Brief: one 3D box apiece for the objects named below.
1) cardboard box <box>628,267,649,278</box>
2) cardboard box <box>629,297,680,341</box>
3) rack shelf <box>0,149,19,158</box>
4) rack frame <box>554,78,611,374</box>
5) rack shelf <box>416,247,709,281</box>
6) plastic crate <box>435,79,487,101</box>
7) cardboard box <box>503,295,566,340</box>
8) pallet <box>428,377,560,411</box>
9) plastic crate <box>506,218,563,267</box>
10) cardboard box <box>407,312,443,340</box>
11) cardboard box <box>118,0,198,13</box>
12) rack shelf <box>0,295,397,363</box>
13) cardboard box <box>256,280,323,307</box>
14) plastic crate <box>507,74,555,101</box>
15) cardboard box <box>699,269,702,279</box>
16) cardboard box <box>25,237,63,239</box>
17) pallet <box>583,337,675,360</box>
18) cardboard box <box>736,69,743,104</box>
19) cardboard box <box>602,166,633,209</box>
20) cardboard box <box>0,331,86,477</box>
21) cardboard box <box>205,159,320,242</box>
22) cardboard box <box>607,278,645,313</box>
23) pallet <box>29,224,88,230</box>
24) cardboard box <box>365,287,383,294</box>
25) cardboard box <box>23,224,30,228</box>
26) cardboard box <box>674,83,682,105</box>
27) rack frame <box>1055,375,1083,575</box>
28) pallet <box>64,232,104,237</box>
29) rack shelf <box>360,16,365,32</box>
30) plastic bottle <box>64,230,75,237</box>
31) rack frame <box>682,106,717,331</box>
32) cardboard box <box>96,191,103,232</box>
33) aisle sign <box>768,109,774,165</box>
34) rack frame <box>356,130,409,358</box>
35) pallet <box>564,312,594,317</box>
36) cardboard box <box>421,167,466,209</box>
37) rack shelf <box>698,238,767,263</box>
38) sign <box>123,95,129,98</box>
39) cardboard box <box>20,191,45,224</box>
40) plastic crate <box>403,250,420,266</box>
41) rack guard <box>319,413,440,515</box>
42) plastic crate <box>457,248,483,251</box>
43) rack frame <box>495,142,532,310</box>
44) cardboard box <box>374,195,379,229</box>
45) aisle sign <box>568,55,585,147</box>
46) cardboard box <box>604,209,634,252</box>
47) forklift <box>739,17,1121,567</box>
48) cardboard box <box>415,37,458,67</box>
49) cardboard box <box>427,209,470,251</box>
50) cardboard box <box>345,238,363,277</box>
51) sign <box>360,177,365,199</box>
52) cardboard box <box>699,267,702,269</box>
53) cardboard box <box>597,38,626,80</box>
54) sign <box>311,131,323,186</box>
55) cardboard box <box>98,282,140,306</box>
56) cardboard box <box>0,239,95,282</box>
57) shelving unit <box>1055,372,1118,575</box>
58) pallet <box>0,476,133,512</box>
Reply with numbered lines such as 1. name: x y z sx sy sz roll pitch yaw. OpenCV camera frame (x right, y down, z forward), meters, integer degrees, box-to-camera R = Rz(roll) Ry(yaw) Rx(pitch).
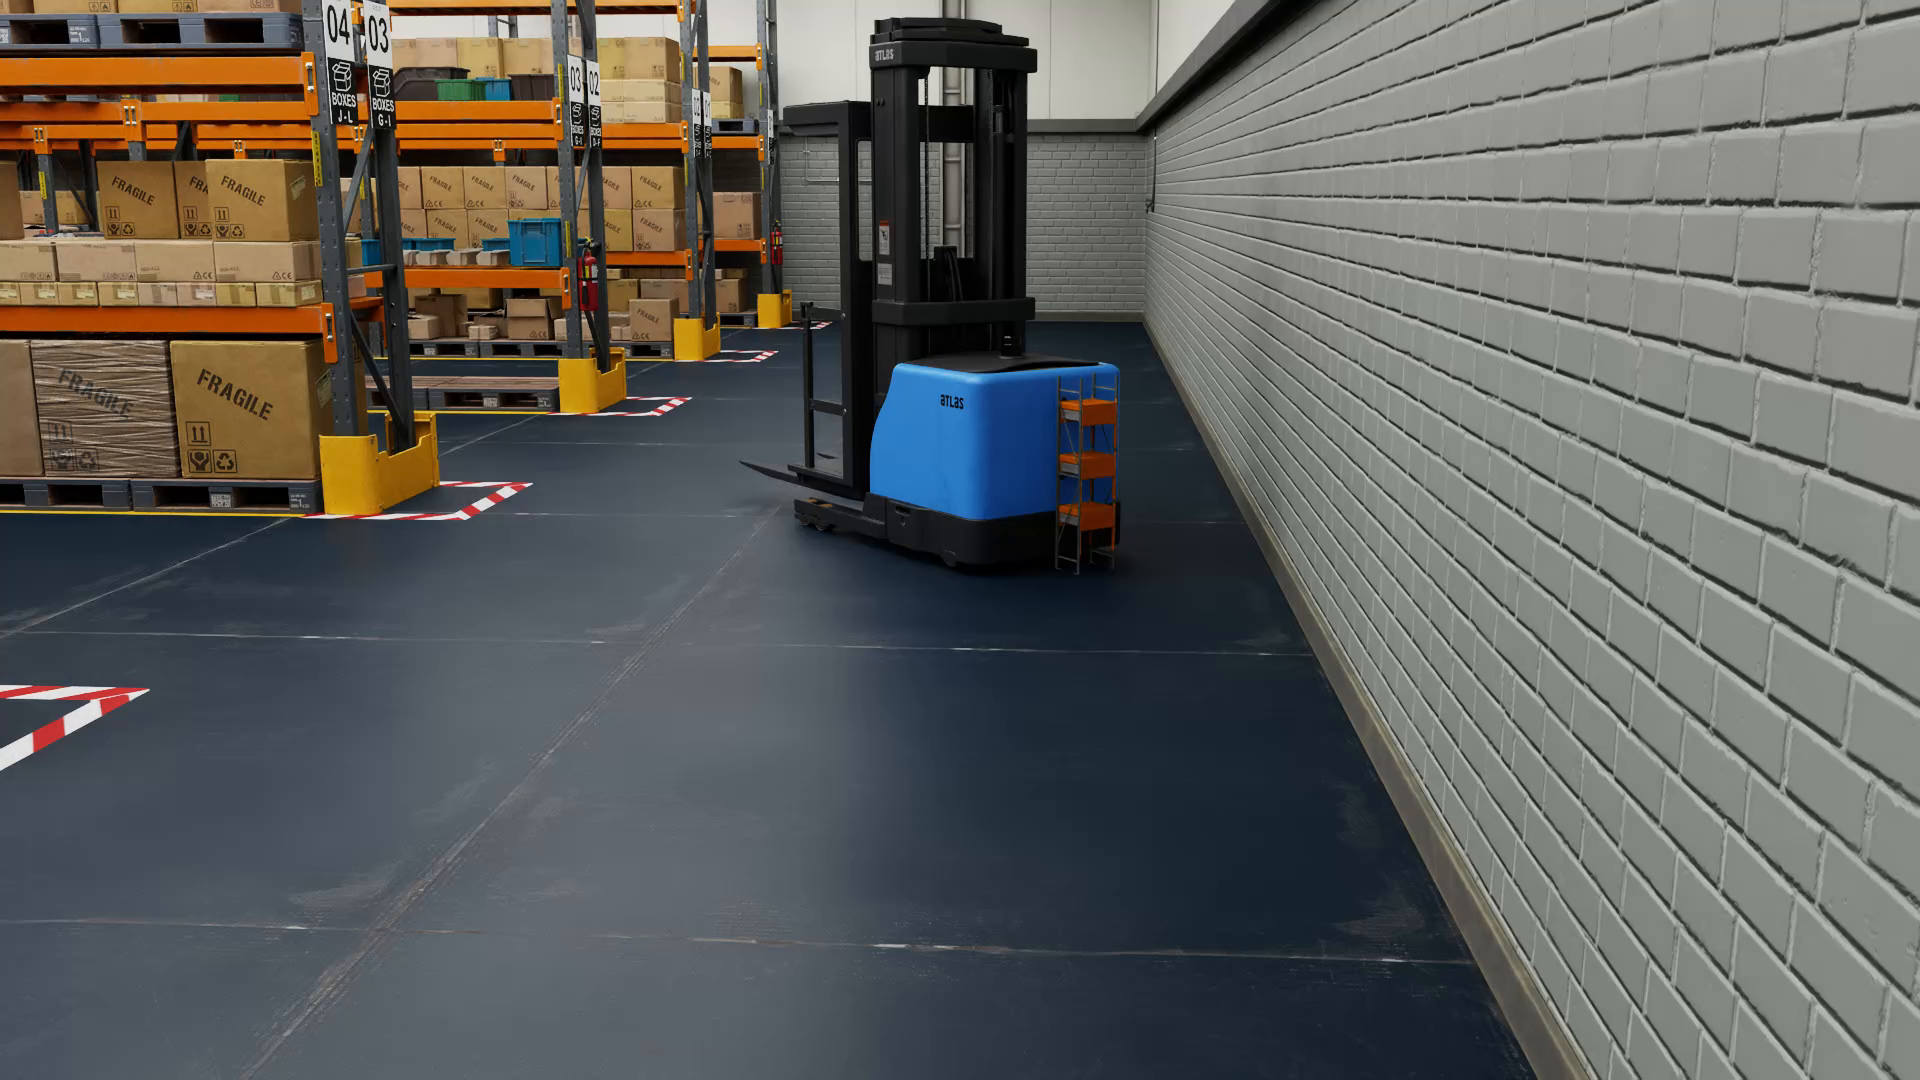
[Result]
1. cardboard box: -4.949 -4.129 25.674 0.250 0.149 0.380 1 12 3
2. cardboard box: -3.751 -2.717 20.462 0.500 0.500 0.500 1 12 4
3. rack shelf: -16.833 -6.088 25.977 4.000 0.370 1.077 1 12 4
4. rack frame: -3.526 -2.756 15.619 0.127 3.000 1.000 1 12 4
5. rack shelf: -5.187 -3.443 20.661 4.000 0.370 1.077 1 12 4
6. plastic crate: -4.529 -4.076 15.119 0.336 0.188 0.450 1 12 4
7. cardboard box: -5.308 -2.792 20.811 0.637 0.503 0.797 1 12 4
8. pallet: -4.347 -1.411 15.996 1.213 0.211 1.003 1 12 4
9. plastic crate: -3.873 -2.769 15.449 0.499 0.435 0.616 1 12 4
10. cardboard box: -6.778 -2.672 20.709 0.500 0.311 0.500 1 12 4
11. cardboard box: -4.933 -3.545 10.547 0.500 0.500 0.700 0 12 2
12. rack shelf: -5.853 -1.420 10.986 4.000 0.370 1.077 1 12 4
13. cardboard box: -4.235 -1.559 10.509 0.250 0.149 0.380 1 12 5
14. plastic crate: -3.892 -4.223 15.622 0.590 0.269 0.497 1 12 4
15. cardboard box: -3.965 -4.037 25.235 0.250 0.149 0.380 1 12 5
16. cardboard box: -6.364 -1.905 11.191 0.500 0.250 0.500 1 12 5
17. pallet: -4.063 -2.415 20.798 1.213 0.211 1.003 1 12 4
18. cardboard box: -3.577 -6.856 25.156 0.500 0.500 0.500 0 12 2
19. cardboard box: -4.158 -4.263 20.136 0.500 0.500 0.500 1 12 5
20. cardboard box: -6.297 -0.927 11.038 0.875 0.875 0.875 1 12 4
21. cardboard box: -4.361 -2.137 10.465 0.500 0.500 0.500 1 12 4
22. cardboard box: -5.103 -3.771 25.548 0.500 0.500 0.700 1 12 5
23. pallet: -14.085 -4.810 25.907 1.213 0.211 1.003 1 12 4
24. cardboard box: -9.248 -3.993 25.755 0.750 0.750 0.750 1 12 3
25. cardboard box: -12.053 -3.886 21.236 0.500 0.311 0.500 1 12 3
26. cardboard box: -3.687 -5.468 20.401 0.500 0.250 0.500 1 12 4
27. rack frame: 0.578 -0.342 8.840 0.008 1.050 0.200 -8 14 -35
28. pallet: -10.493 -3.789 21.023 1.003 0.211 1.213 1 12 4
29. rack shelf: -9.178 -6.239 20.349 4.000 0.370 1.077 1 12 4
30. plastic bottle: -8.447 -2.762 15.767 0.185 0.351 0.144 1 12 4
31. rack frame: -3.192 -3.768 20.456 0.127 3.000 1.000 1 12 4
32. cardboard box: -10.538 -4.147 20.995 0.500 0.500 0.700 -3 12 -15
33. aisle sign: -2.813 -5.990 24.730 0.004 0.787 0.394 1 12 4
34. rack frame: -7.183 -3.823 20.718 0.127 3.000 1.000 1 12 4
35. pallet: -6.102 -3.444 25.715 1.213 0.211 1.003 1 12 4
36. cardboard box: -6.216 -4.290 20.266 0.500 0.500 0.500 0 12 2
37. rack shelf: -4.860 -4.456 25.499 4.000 0.370 1.077 1 12 4
38. sign: -7.556 -4.171 15.035 0.005 0.325 0.100 1 12 4
39. cardboard box: -14.332 -5.195 25.957 0.500 0.500 0.700 1 12 4
40. plastic crate: -5.216 -2.637 15.545 0.250 0.136 0.298 1 12 4
41. rack guard: -3.833 -0.521 11.036 0.348 0.500 1.175 1 12 4
42. plastic crate: -4.742 -2.758 16.124 0.298 0.136 0.250 1 12 4
43. rack frame: -6.855 -4.835 25.556 0.127 3.000 1.000 1 12 4
44. cardboard box: -8.842 -5.014 25.390 0.500 0.500 0.500 1 12 5
45. aisle sign: -3.474 -3.968 15.062 0.004 0.787 0.394 1 12 4
46. cardboard box: -4.175 -3.774 20.240 0.500 0.500 0.500 1 12 4
47. forklift: -0.357 -1.539 9.968 1.130 2.935 3.031 -8 14 -34
48. cardboard box: -6.206 -5.795 20.132 0.500 0.500 0.700 1 12 4
49. cardboard box: -6.181 -3.803 20.378 0.500 0.500 0.500 1 12 5
50. cardboard box: -4.318 -1.878 11.062 0.500 0.250 0.500 0 12 2
51. sign: -7.216 -4.276 20.057 0.005 0.325 0.100 1 12 4
52. cardboard box: -3.937 -4.115 25.608 0.250 0.149 0.380 1 12 4
53. cardboard box: -4.198 -5.803 20.169 0.500 0.500 0.700 1 12 4
54. sign: -3.907 -2.317 10.110 0.005 0.325 0.100 1 12 4
55. cardboard box: -5.254 -1.573 10.574 0.250 0.149 0.380 1 12 2
56. cardboard box: -5.892 -1.789 10.636 0.500 0.250 0.500 1 12 4
57. shelving unit: 0.676 -0.357 8.910 0.252 1.050 0.215 -8 14 -35
58. pallet: -5.874 -0.392 11.125 1.213 0.211 1.003 1 12 4
